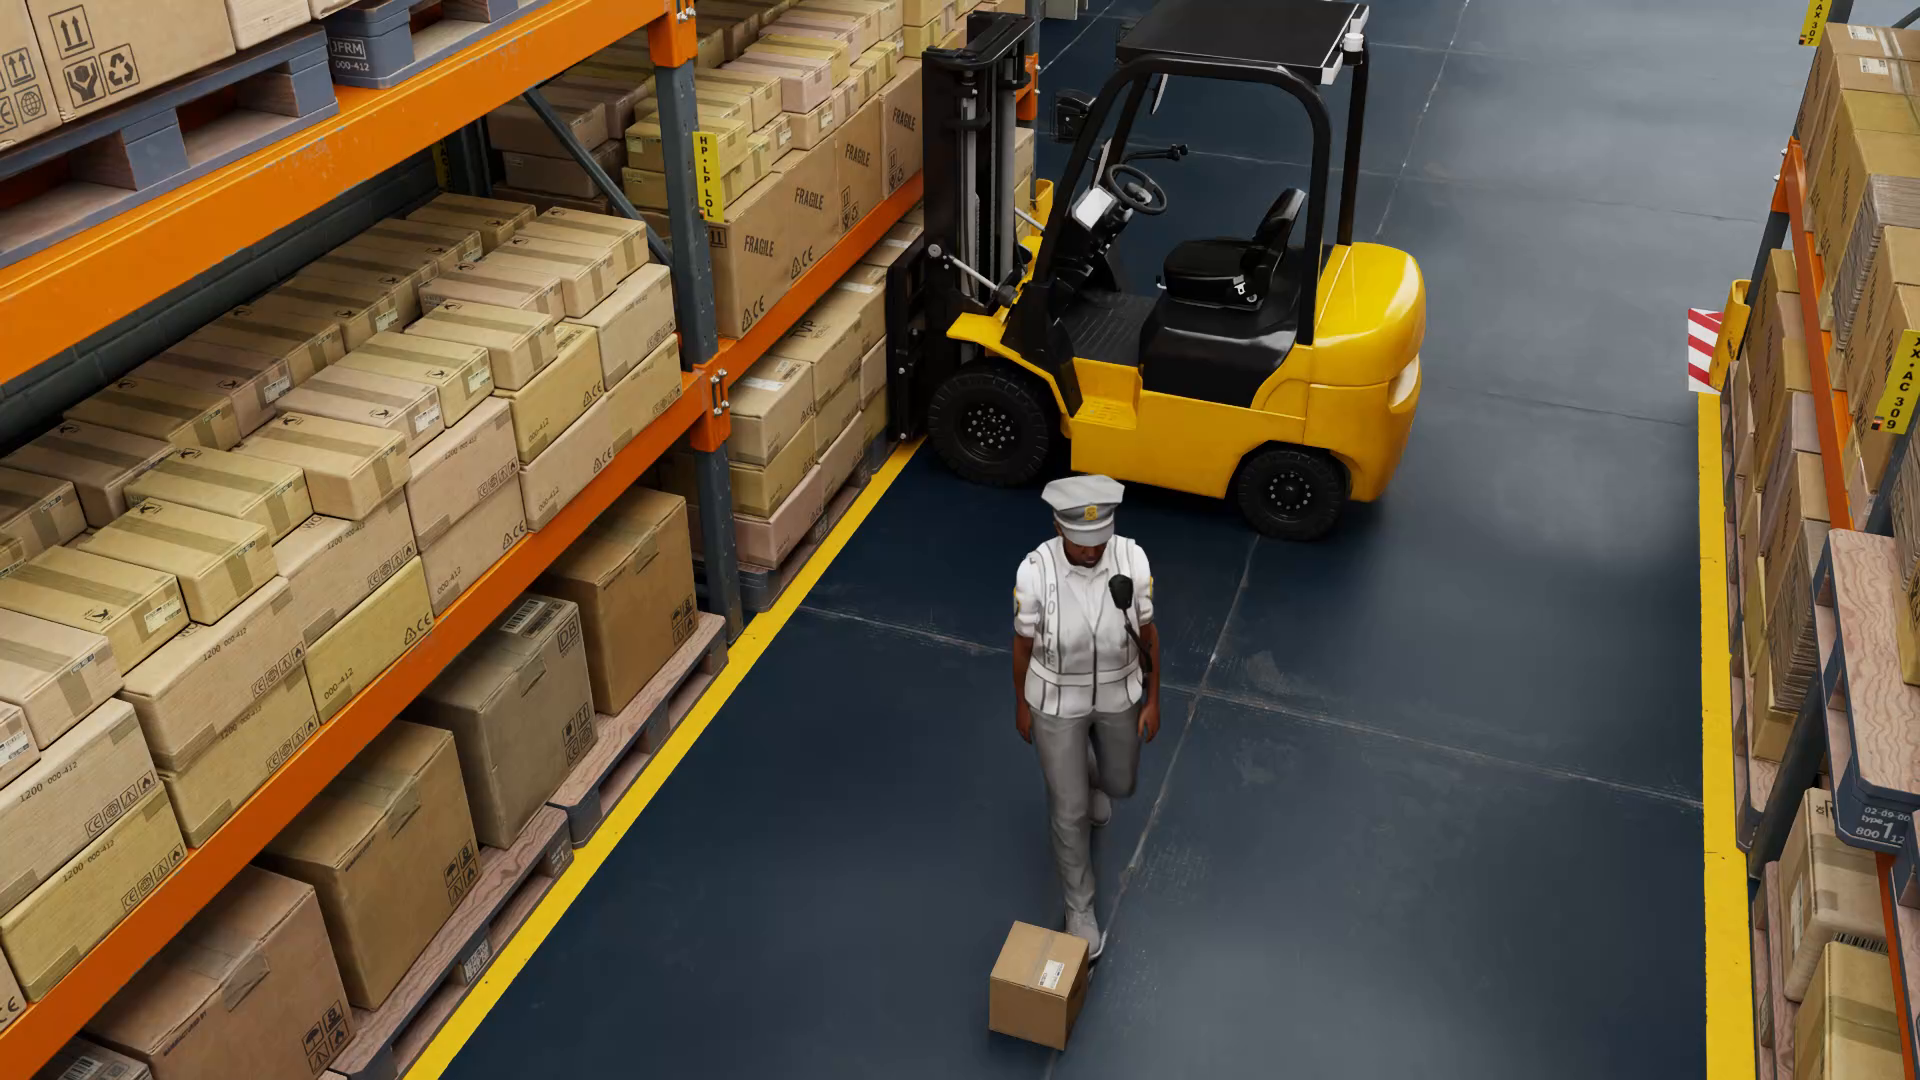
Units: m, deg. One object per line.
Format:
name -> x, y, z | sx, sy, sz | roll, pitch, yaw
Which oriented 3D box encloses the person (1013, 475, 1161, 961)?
person -> 0.401, 0.492, 5.378 | 0.472, 1.646, 0.807 | -6, 34, -9
